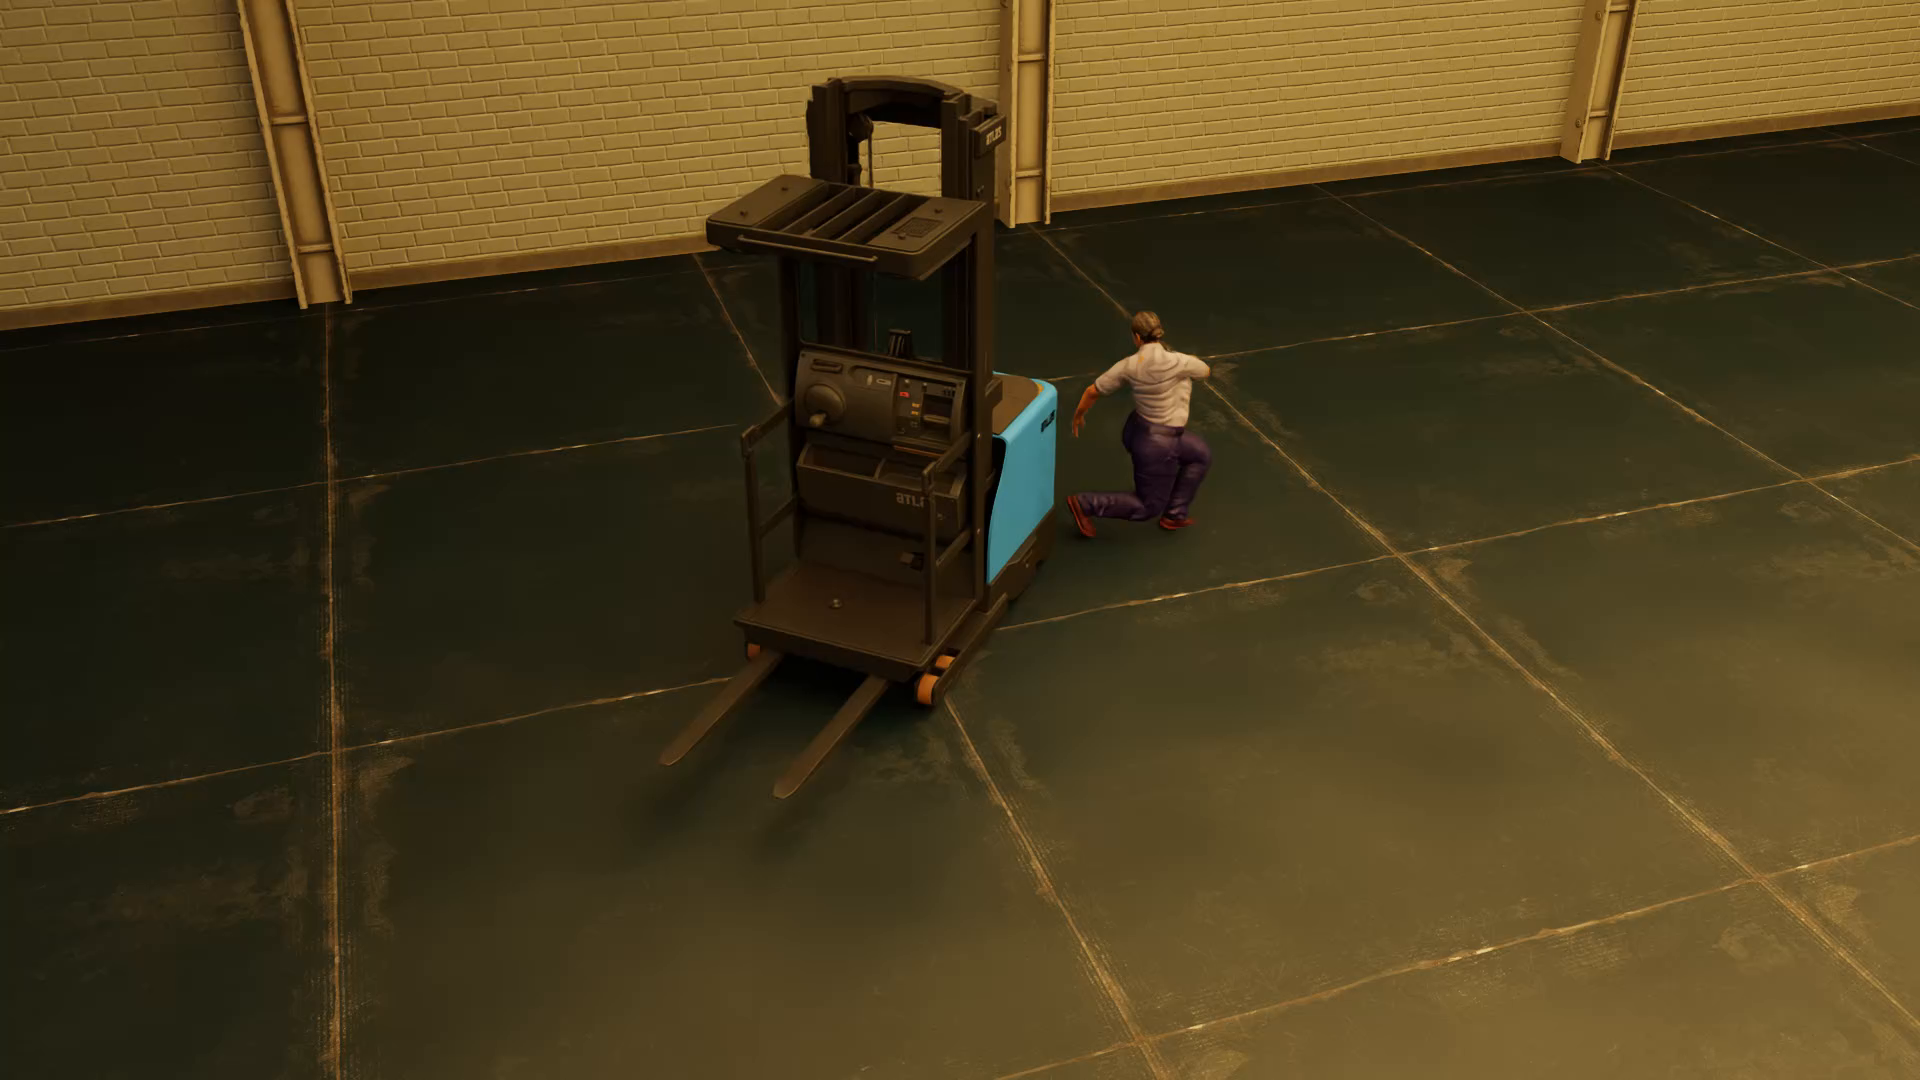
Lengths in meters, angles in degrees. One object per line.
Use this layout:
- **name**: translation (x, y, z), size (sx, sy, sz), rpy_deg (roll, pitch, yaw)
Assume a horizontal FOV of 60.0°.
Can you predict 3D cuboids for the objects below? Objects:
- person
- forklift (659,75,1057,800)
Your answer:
- **person**: translation (1.065, -0.665, 9.845), size (0.906, 1.426, 0.631), rpy_deg (-11, 32, -18)
- **forklift**: translation (-0.493, -0.660, 8.234), size (1.130, 2.935, 3.031), rpy_deg (12, 32, 21)
